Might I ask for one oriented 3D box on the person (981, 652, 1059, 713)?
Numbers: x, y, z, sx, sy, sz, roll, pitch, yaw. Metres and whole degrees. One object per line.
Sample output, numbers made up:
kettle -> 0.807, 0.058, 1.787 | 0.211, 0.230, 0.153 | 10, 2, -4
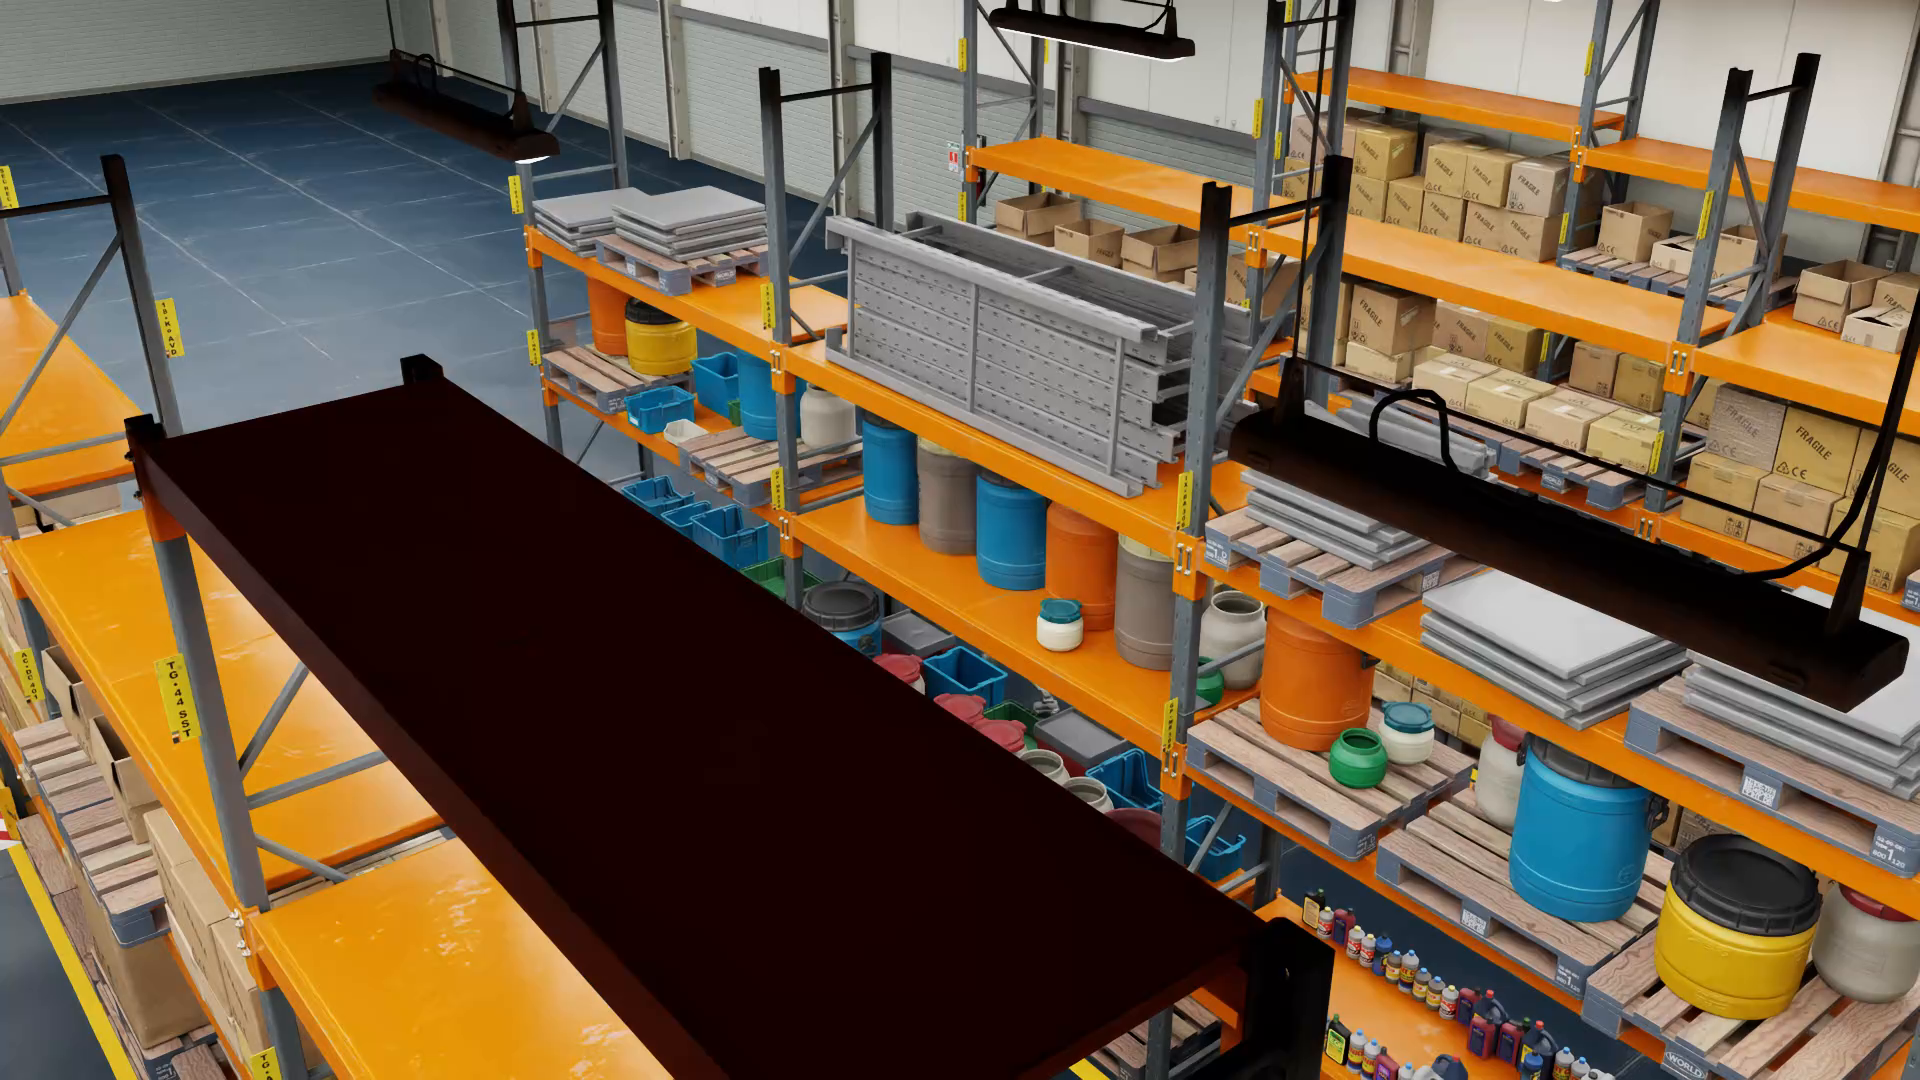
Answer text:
person -> 0.410, 0.782, 14.795 | 1.067, 1.582, 0.466 | 18, 31, 32
